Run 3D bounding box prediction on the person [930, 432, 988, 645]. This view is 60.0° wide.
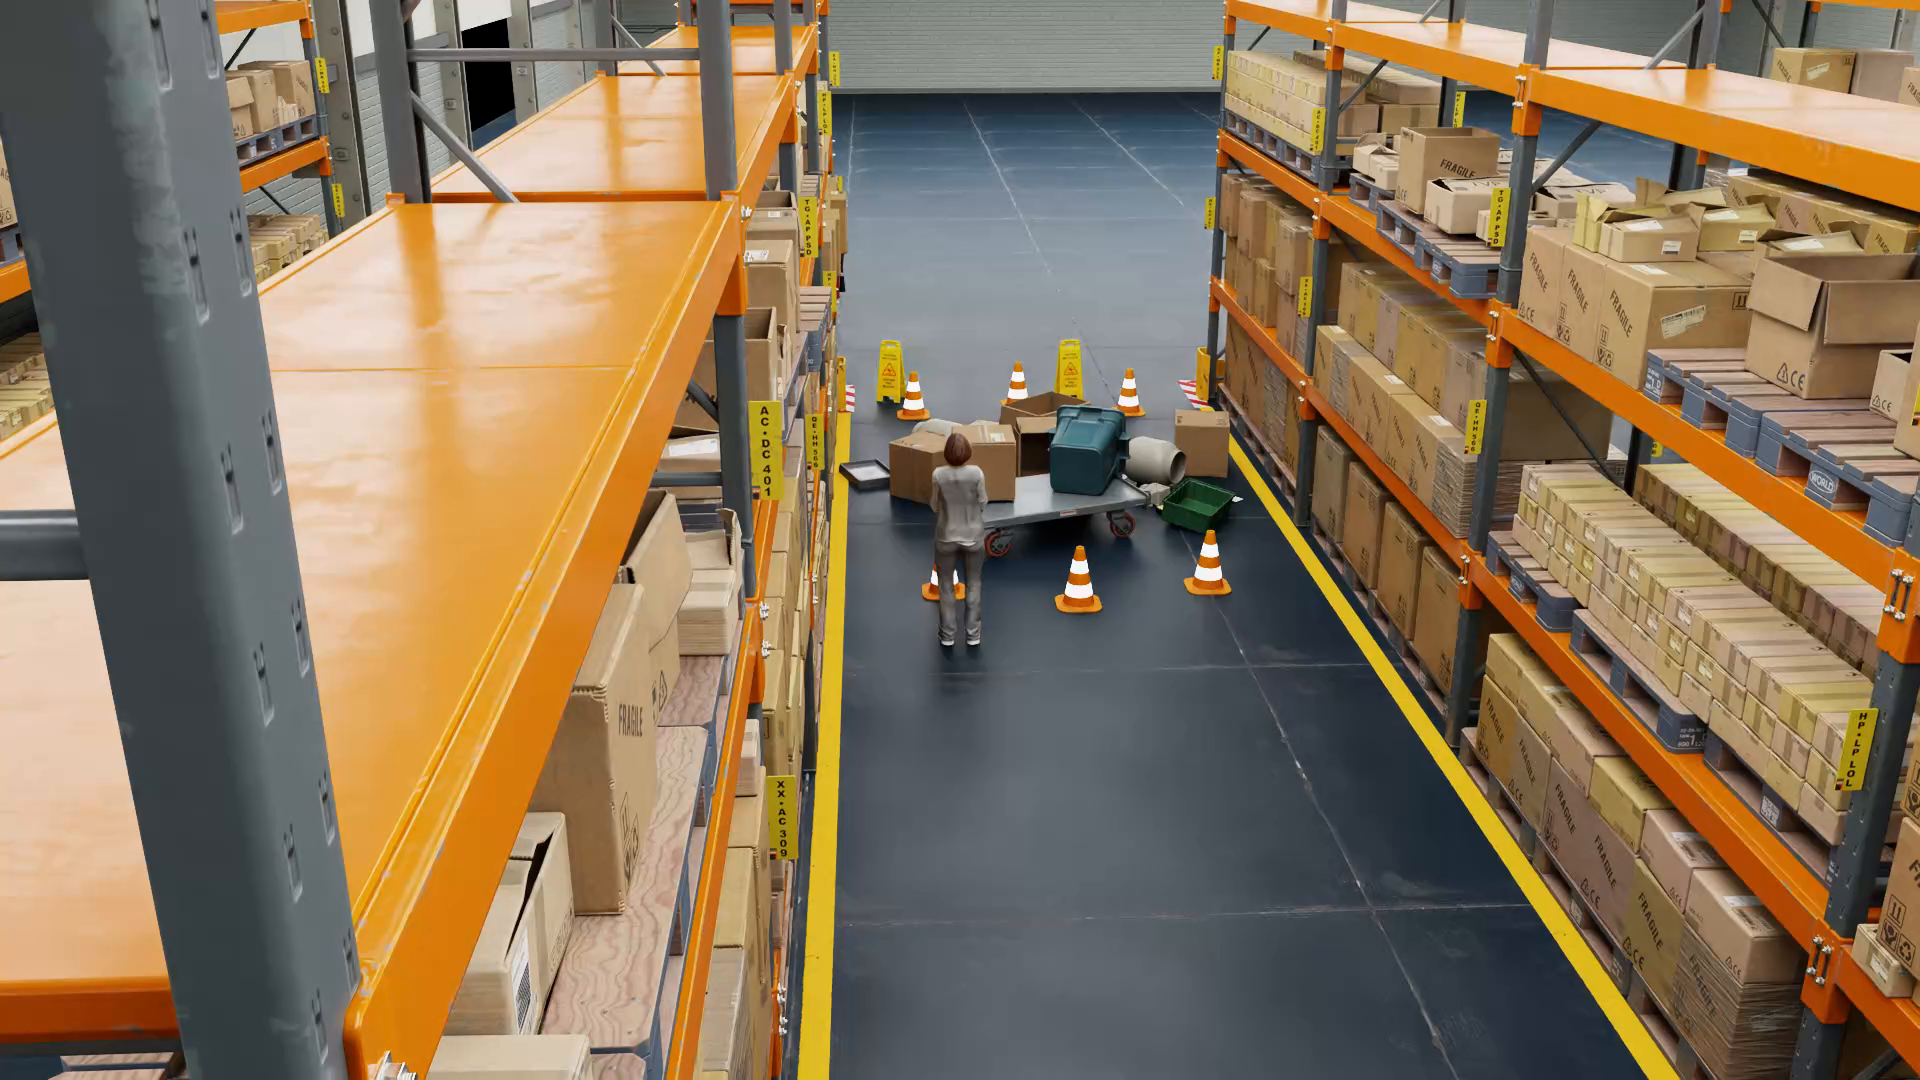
[{"bbox_3d":[-0.008,-0.032,11.687,0.404,1.590,0.499,-1,21,-2],"label":"person"}]
